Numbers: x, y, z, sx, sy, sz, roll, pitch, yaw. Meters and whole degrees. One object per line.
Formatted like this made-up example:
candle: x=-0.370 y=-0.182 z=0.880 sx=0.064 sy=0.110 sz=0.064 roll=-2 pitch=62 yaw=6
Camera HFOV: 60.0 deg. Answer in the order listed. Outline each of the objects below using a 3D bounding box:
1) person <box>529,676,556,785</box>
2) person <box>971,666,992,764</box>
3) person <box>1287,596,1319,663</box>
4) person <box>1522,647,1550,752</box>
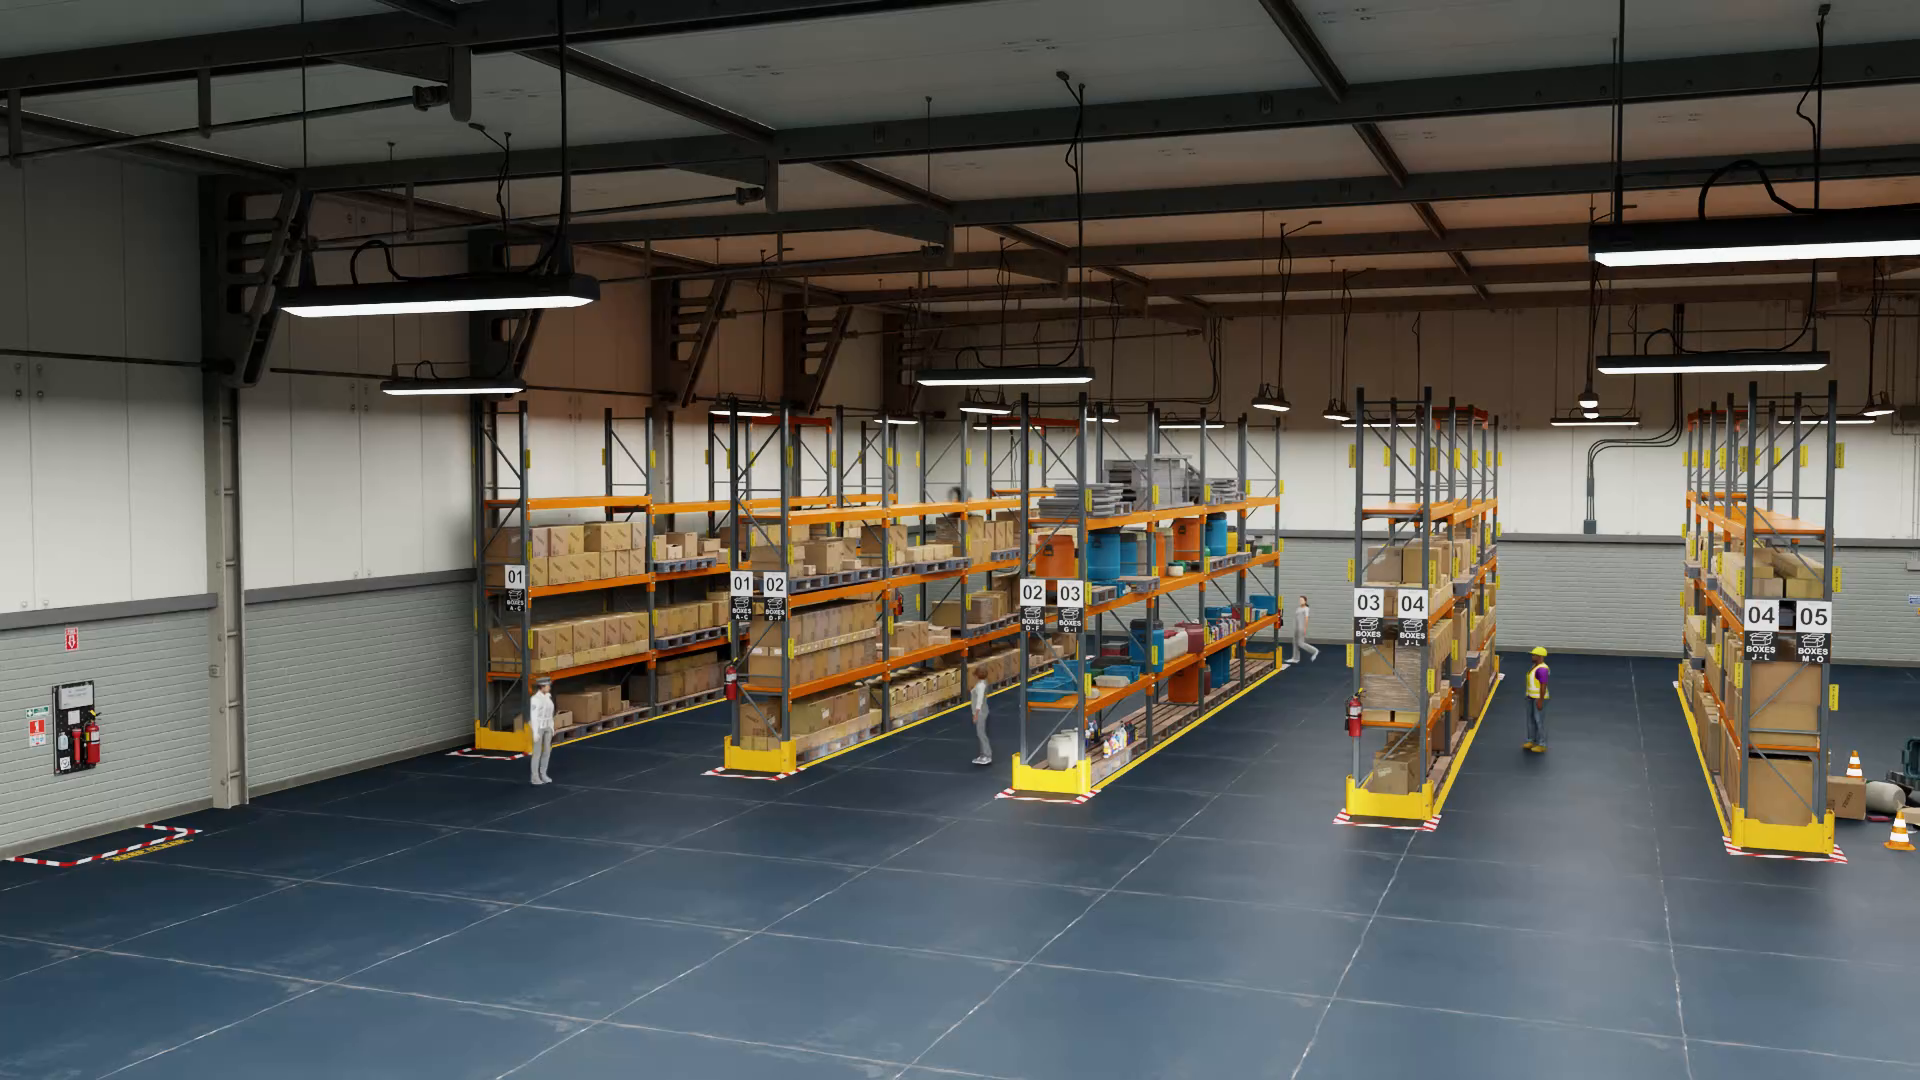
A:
person: x=-6.444 y=2.930 z=25.624 sx=0.383 sy=1.675 sz=0.521 roll=1 pitch=3 yaw=22
person: x=0.352 y=2.875 z=27.334 sx=0.344 sy=1.616 sz=0.464 roll=0 pitch=3 yaw=4
person: x=8.396 y=2.230 z=40.737 sx=0.728 sy=1.572 sz=0.453 roll=0 pitch=3 yaw=-7
person: x=9.910 y=2.718 z=28.560 sx=0.412 sy=1.771 sz=0.613 roll=-1 pitch=3 yaw=-11
